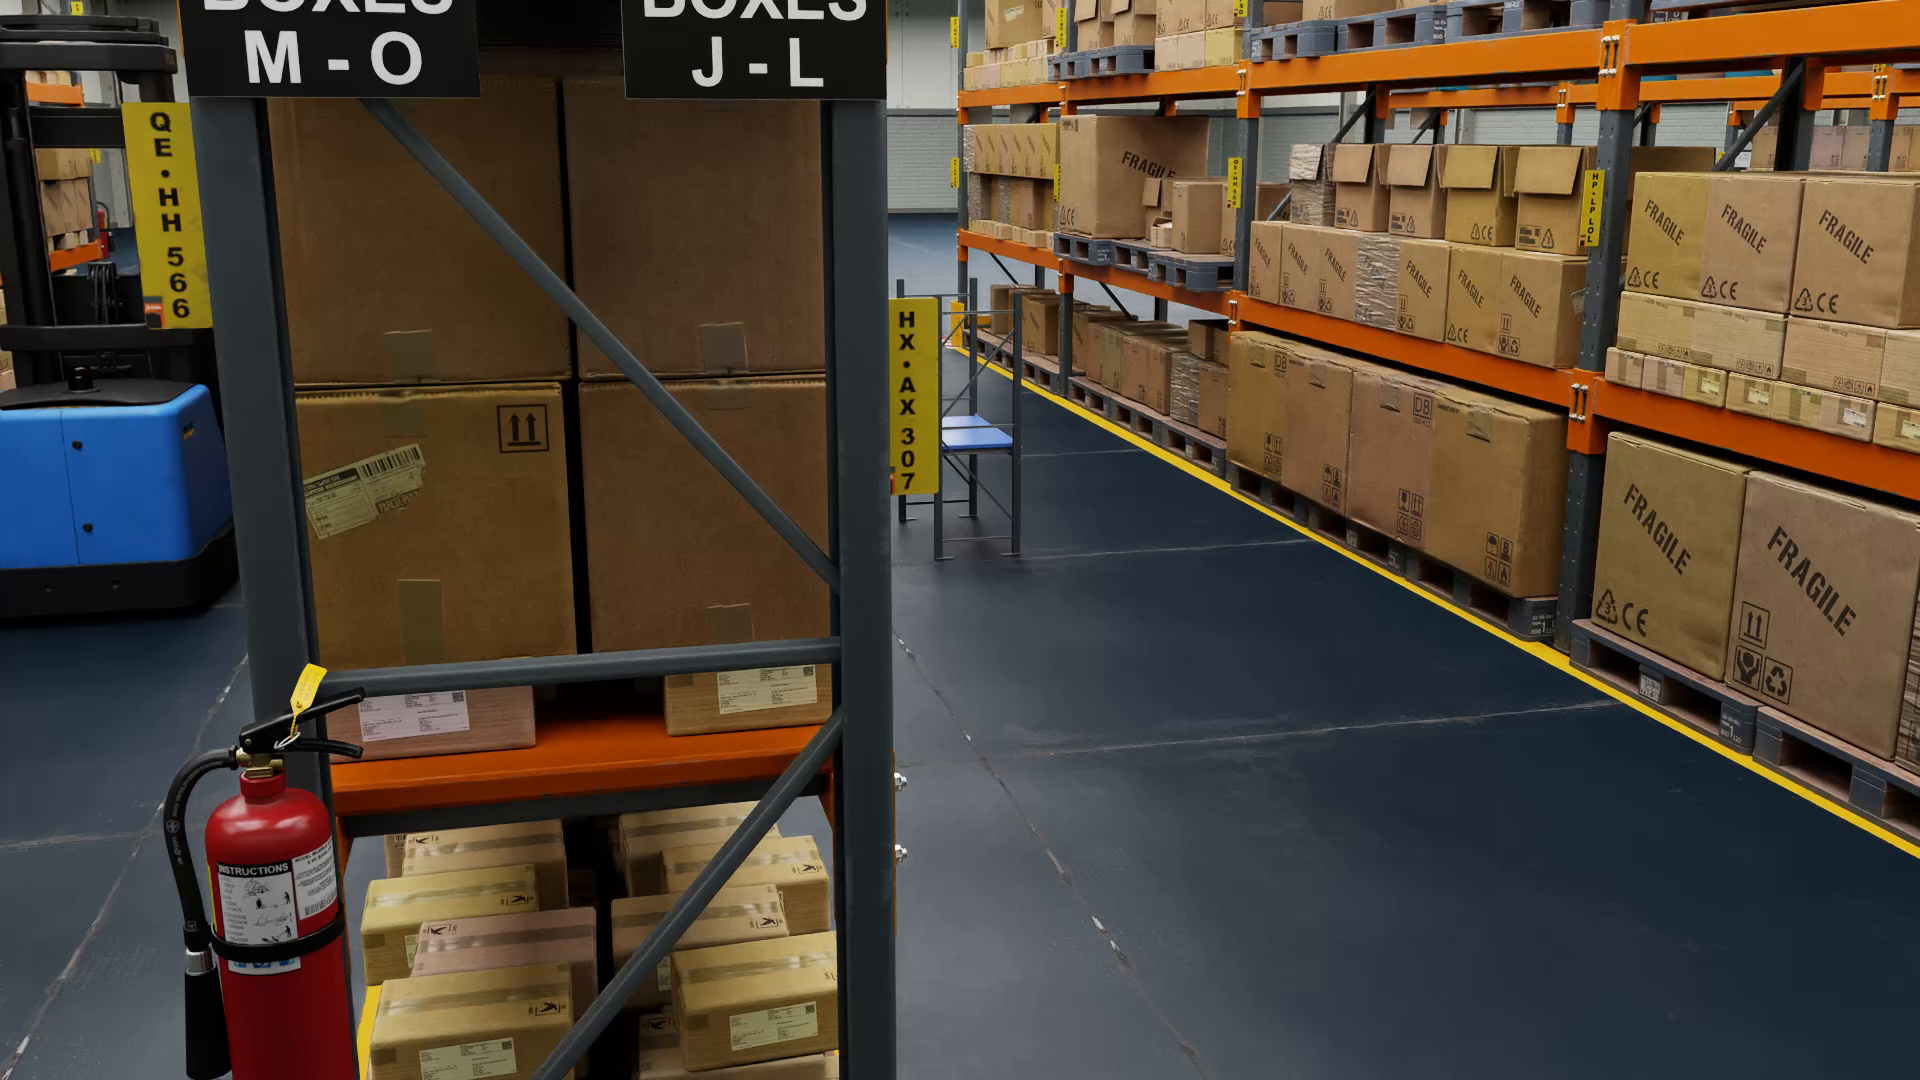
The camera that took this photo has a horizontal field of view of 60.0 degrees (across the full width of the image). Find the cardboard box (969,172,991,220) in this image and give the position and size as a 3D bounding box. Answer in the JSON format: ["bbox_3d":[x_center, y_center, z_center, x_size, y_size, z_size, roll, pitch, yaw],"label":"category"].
[{"bbox_3d":[0.577,-3.793,18.294,0.875,0.500,0.500,-3,14,-13],"label":"cardboard box"}]

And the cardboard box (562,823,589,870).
[{"bbox_3d":[-1.299,0.930,4.924,0.380,0.149,0.250,-3,14,-12],"label":"cardboard box"}]

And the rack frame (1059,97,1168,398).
[{"bbox_3d":[1.414,-2.805,15.089,1.000,3.000,0.127,-3,14,-13],"label":"rack frame"}]

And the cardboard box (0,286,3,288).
[{"bbox_3d":[-8.188,-2.102,14.174,0.380,0.149,0.250,-3,14,-11],"label":"cardboard box"}]

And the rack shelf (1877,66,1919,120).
[{"bbox_3d":[7.638,-2.805,10.283,1.077,0.370,4.000,-3,14,-13],"label":"rack shelf"}]

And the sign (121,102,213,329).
[{"bbox_3d":[-1.157,-0.474,2.440,0.100,0.325,0.005,-3,14,-13],"label":"sign"}]

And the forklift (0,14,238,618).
[{"bbox_3d":[-4.626,-1.346,9.262,1.130,2.935,3.031,-3,14,-12],"label":"forklift"}]

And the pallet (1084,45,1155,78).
[{"bbox_3d":[1.702,-3.784,13.170,1.213,0.211,1.003,-3,14,-13],"label":"pallet"}]

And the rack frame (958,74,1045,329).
[{"bbox_3d":[0.475,-3.728,18.867,1.000,3.000,0.127,-3,14,-13],"label":"rack frame"}]

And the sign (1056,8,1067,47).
[{"bbox_3d":[0.889,-4.482,14.541,0.100,0.325,0.005,-3,14,-13],"label":"sign"}]

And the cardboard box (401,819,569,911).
[{"bbox_3d":[-1.170,0.823,4.107,0.380,0.149,0.250,-4,14,-15],"label":"cardboard box"}]

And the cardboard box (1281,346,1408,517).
[{"bbox_3d":[2.697,-0.688,10.015,1.225,0.875,0.875,-3,14,-13],"label":"cardboard box"}]

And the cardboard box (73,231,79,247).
[{"bbox_3d":[-8.656,-2.867,15.870,0.380,0.149,0.250,-4,14,-14],"label":"cardboard box"}]

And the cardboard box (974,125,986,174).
[{"bbox_3d":[0.450,-4.149,17.645,0.500,0.500,0.500,-3,14,-13],"label":"cardboard box"}]

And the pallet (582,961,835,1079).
[{"bbox_3d":[-0.787,1.364,3.900,1.003,0.211,1.213,-3,14,-13],"label":"pallet"}]

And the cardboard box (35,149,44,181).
[{"bbox_3d":[-8.512,-3.397,14.567,0.700,0.500,0.500,-3,14,-14],"label":"cardboard box"}]

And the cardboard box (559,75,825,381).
[{"bbox_3d":[-0.460,-0.581,3.041,0.500,0.500,0.500,-3,14,-14],"label":"cardboard box"}]

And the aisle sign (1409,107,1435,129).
[{"bbox_3d":[5.561,-5.300,19.824,0.394,0.787,0.004,-3,14,-13],"label":"aisle sign"}]

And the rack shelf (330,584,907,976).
[{"bbox_3d":[-1.082,0.104,4.696,1.077,0.370,4.000,-3,14,-13],"label":"rack shelf"}]

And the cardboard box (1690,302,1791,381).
[{"bbox_3d":[3.261,-0.793,6.544,0.500,0.250,0.500,-3,14,-13],"label":"cardboard box"}]

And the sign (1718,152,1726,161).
[{"bbox_3d":[9.564,-4.709,20.890,0.100,0.325,0.005,-3,14,-13],"label":"sign"}]

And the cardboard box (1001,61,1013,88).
[{"bbox_3d":[0.703,-4.634,16.570,0.500,0.250,0.500,-3,14,-12],"label":"cardboard box"}]

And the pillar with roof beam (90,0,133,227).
[{"bbox_3d":[-17.556,-12.762,43.204,9.100,9.000,0.400,-3,14,-13],"label":"pillar with roof beam"}]

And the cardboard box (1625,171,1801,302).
[{"bbox_3d":[3.157,-1.271,6.918,0.500,0.500,0.500,-3,14,-13],"label":"cardboard box"}]

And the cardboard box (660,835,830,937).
[{"bbox_3d":[-0.522,0.846,4.012,0.380,0.149,0.250,-3,14,-13],"label":"cardboard box"}]

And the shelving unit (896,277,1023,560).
[{"bbox_3d":[-0.020,-0.748,9.830,0.538,1.500,1.048,-3,14,-13],"label":"shelving unit"}]

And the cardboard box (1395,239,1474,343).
[{"bbox_3d":[2.679,-1.336,8.863,0.500,0.500,0.500,-3,14,-14],"label":"cardboard box"}]

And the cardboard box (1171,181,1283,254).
[{"bbox_3d":[1.960,-2.381,12.256,0.700,0.500,0.500,-1,14,-5],"label":"cardboard box"}]

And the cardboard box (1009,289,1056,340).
[{"bbox_3d":[0.779,-2.437,17.963,0.500,0.500,0.500,0,14,2],"label":"cardboard box"}]

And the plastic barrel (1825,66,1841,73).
[{"bbox_3d":[7.032,-4.177,13.478,0.600,0.830,0.708,-3,14,-13],"label":"plastic barrel"}]

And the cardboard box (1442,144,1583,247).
[{"bbox_3d":[2.985,-1.802,8.656,0.797,0.503,0.637,-3,14,-13],"label":"cardboard box"}]

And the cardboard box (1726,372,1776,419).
[{"bbox_3d":[3.227,-0.569,6.465,0.380,0.149,0.250,-4,14,-15],"label":"cardboard box"}]

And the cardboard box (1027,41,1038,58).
[{"bbox_3d":[0.850,-4.624,15.690,0.380,0.149,0.250,-4,14,-15],"label":"cardboard box"}]

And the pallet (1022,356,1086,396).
[{"bbox_3d":[1.222,-1.604,16.047,1.003,0.211,1.213,-3,14,-13],"label":"pallet"}]

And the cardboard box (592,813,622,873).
[{"bbox_3d":[-0.852,0.818,4.754,0.380,0.149,0.250,-3,14,-10],"label":"cardboard box"}]

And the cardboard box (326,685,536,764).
[{"bbox_3d":[-0.964,0.279,2.995,0.380,0.149,0.250,-3,14,-13],"label":"cardboard box"}]

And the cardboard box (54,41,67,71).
[{"bbox_3d":[-8.776,-4.602,15.810,0.500,0.250,0.500,-3,14,-14],"label":"cardboard box"}]

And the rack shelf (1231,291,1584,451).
[{"bbox_3d":[2.823,-1.072,9.509,1.077,0.370,4.000,-3,14,-13],"label":"rack shelf"}]

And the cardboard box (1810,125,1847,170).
[{"bbox_3d":[10.462,-4.600,19.492,0.700,0.500,0.500,-3,14,-13],"label":"cardboard box"}]

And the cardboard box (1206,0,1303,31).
[{"bbox_3d":[1.998,-3.727,11.279,0.500,0.500,0.500,-3,14,-12],"label":"cardboard box"}]

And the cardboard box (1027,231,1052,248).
[{"bbox_3d":[0.861,-2.887,15.954,0.380,0.149,0.250,-3,14,-13],"label":"cardboard box"}]

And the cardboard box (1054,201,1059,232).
[{"bbox_3d":[1.369,-3.106,15.481,0.875,0.500,0.500,-3,14,-13],"label":"cardboard box"}]

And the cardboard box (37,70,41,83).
[{"bbox_3d":[-8.688,-4.263,15.266,0.380,0.149,0.250,-3,14,-13],"label":"cardboard box"}]

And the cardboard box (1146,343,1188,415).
[{"bbox_3d":[1.894,-1.293,13.240,0.700,0.500,0.500,-2,14,-8],"label":"cardboard box"}]

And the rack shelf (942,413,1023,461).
[{"bbox_3d":[-0.020,-0.574,9.872,0.538,0.185,1.000,-3,14,-13],"label":"rack shelf"}]

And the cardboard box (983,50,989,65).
[{"bbox_3d":[0.455,-5.046,17.418,0.380,0.149,0.250,-3,14,-11],"label":"cardboard box"}]

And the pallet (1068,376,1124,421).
[{"bbox_3d":[1.598,-1.271,14.686,1.003,0.211,1.213,-3,14,-13],"label":"pallet"}]

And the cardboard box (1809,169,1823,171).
[{"bbox_3d":[10.232,-4.303,19.640,0.380,0.149,0.250,-4,14,-15],"label":"cardboard box"}]

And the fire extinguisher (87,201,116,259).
[{"bbox_3d":[-8.737,-3.190,16.828,0.296,0.674,0.183,-3,14,-13],"label":"fire extinguisher"}]

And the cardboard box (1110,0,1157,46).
[{"bbox_3d":[1.650,-4.185,13.316,0.797,0.503,0.637,-3,14,-11],"label":"cardboard box"}]
